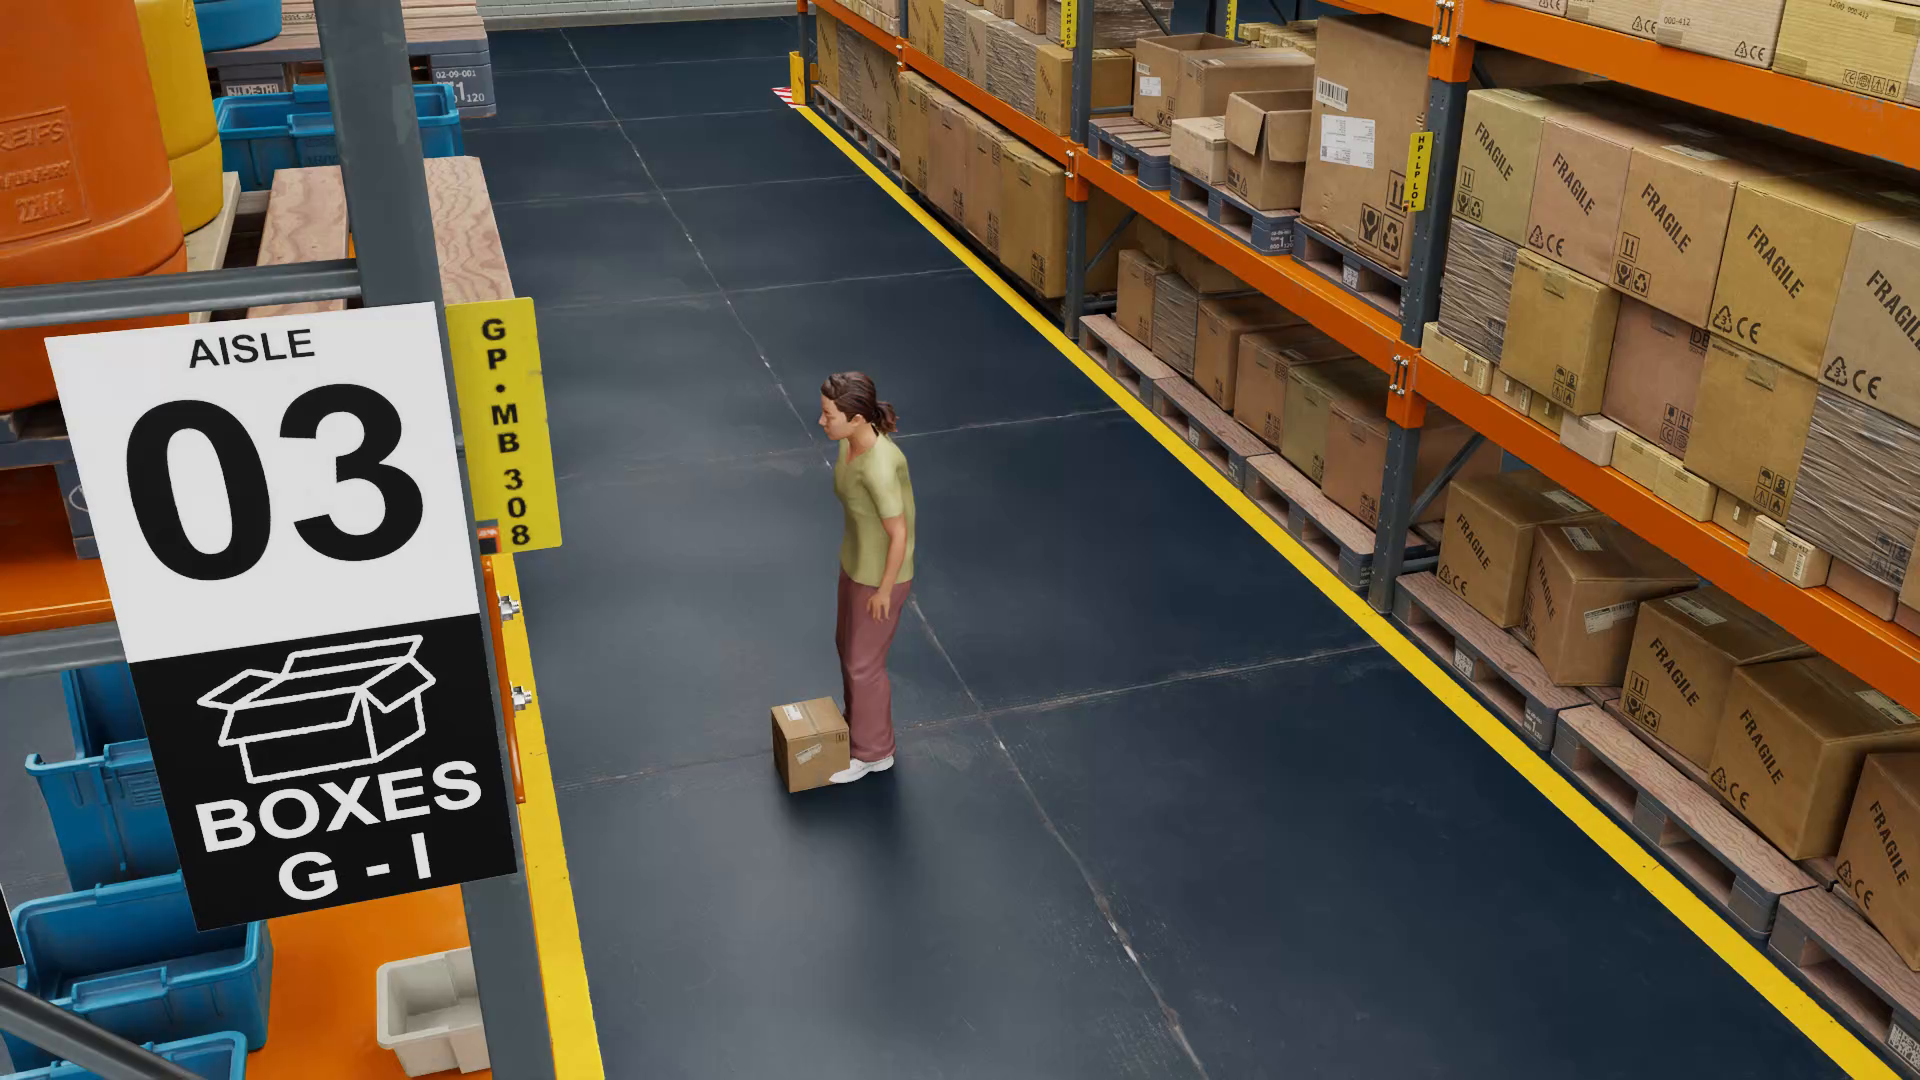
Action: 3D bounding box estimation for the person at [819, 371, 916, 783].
[{"bbox_3d":[-0.384,0.134,6.347,0.412,1.672,0.496,-9,28,-17],"label":"person"}]
